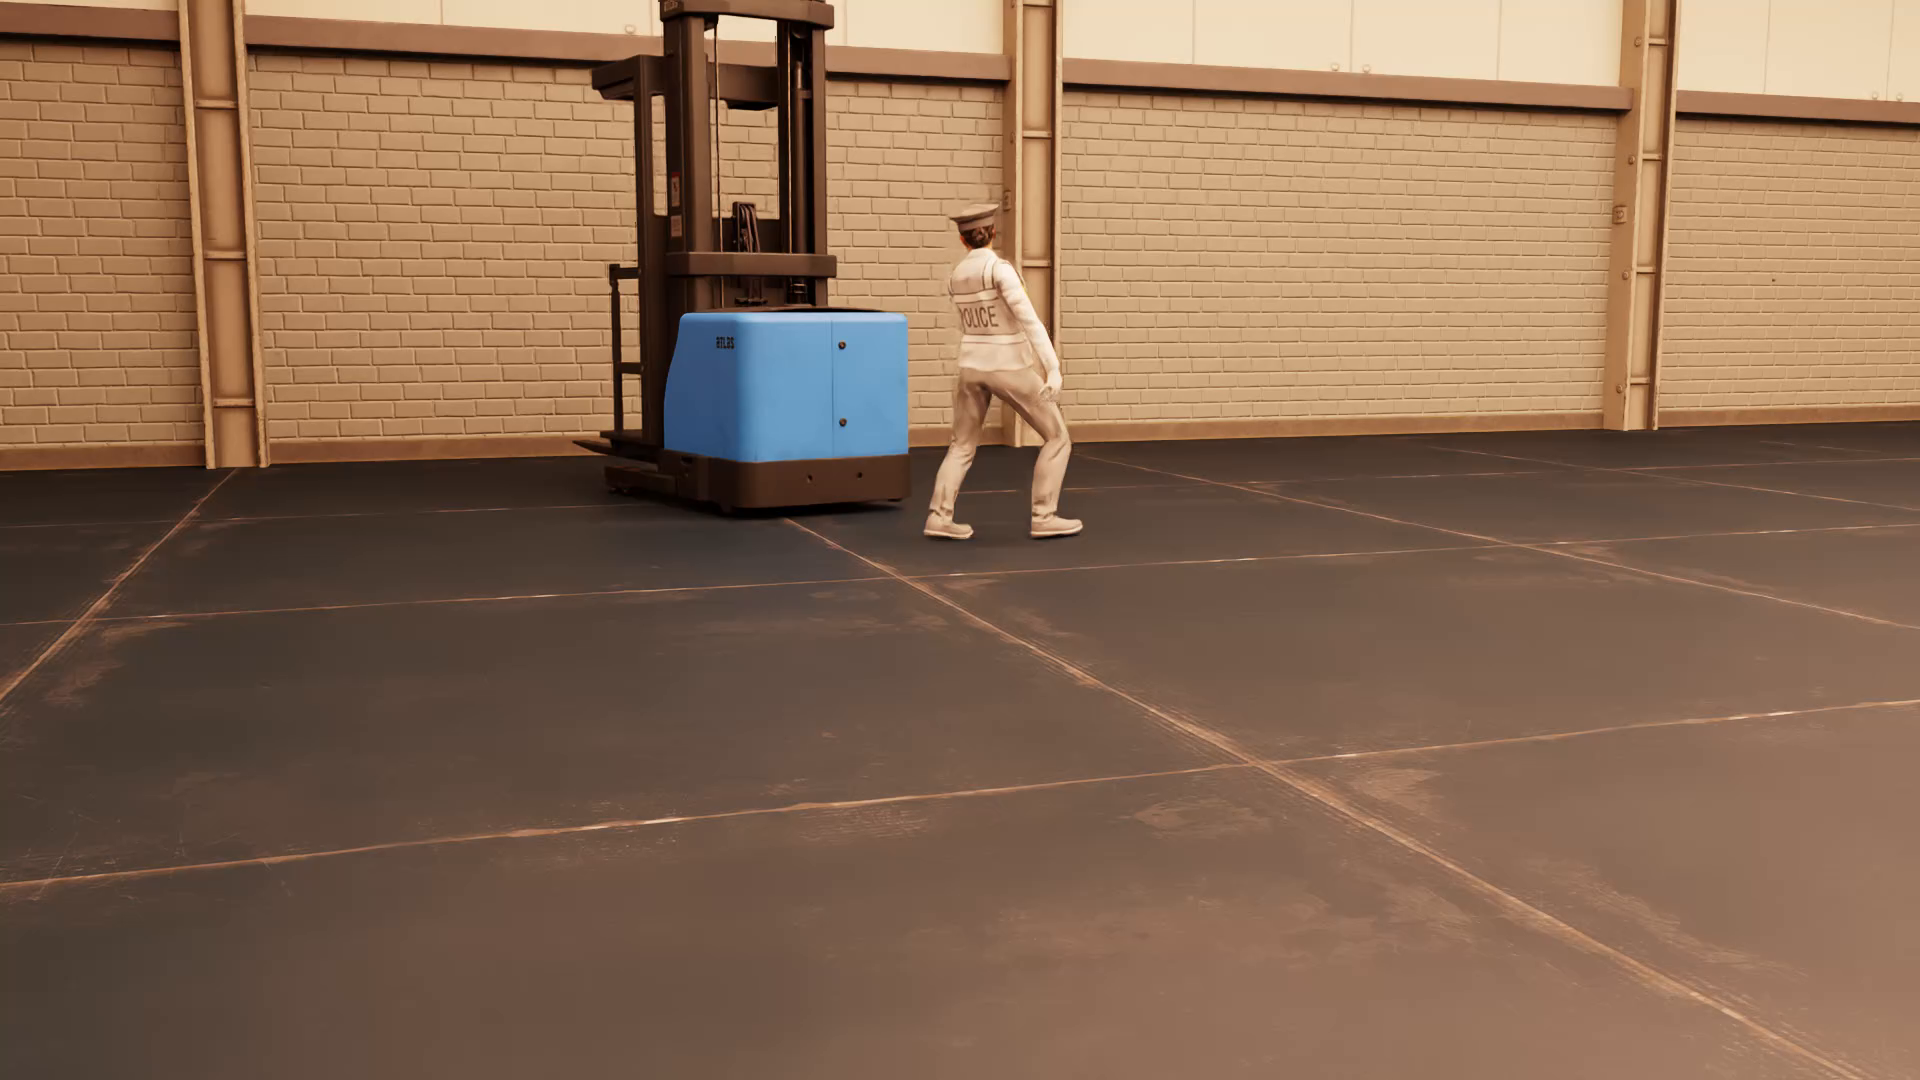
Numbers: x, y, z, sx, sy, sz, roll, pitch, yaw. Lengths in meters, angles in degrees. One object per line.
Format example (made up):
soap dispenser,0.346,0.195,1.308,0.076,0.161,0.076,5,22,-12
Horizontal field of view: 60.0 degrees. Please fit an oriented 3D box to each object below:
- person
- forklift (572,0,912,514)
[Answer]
person,0.245,-0.800,7.946,0.639,1.584,0.774,6,10,36
forklift,-1.490,-1.747,9.897,1.130,2.935,3.031,-5,9,-33
